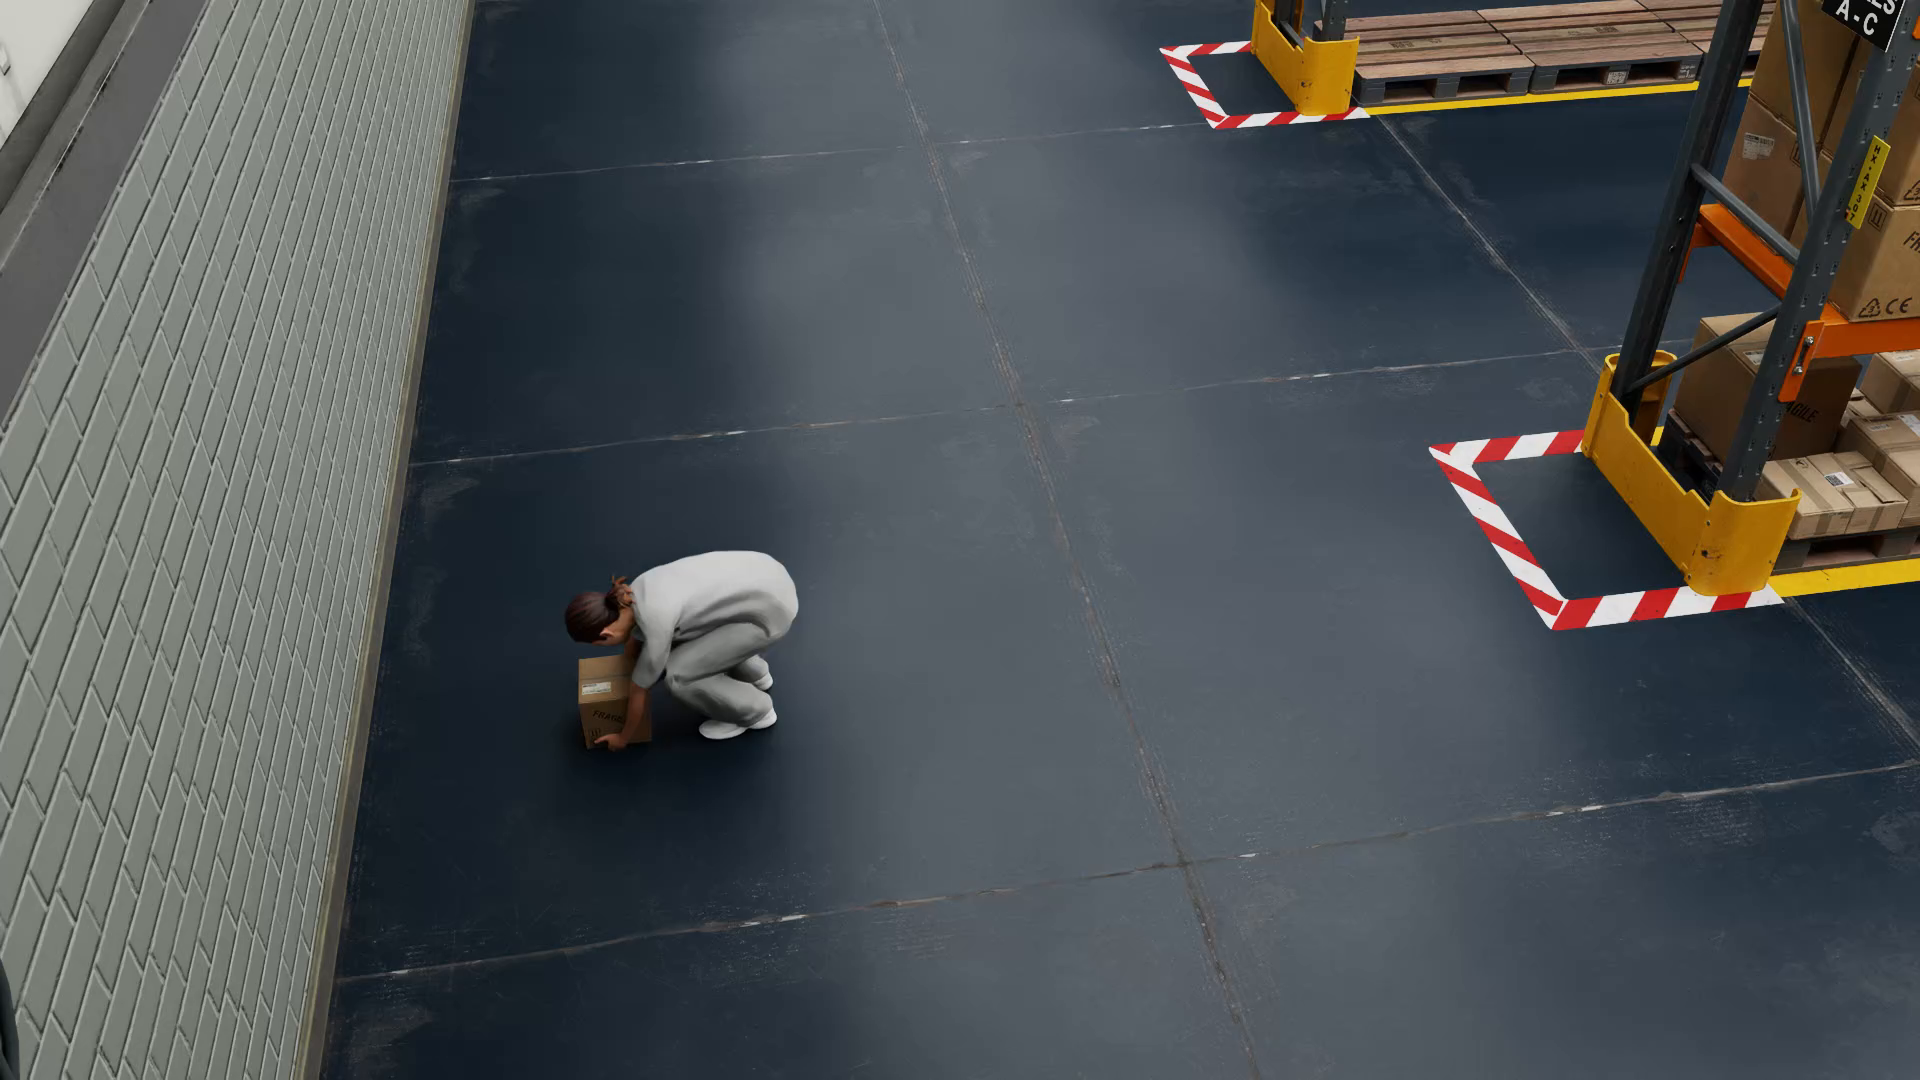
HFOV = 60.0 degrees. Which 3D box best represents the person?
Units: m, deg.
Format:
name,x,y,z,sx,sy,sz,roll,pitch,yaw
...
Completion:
name,x,y,z,sx,sy,sz,roll,pitch,yaw
person,-1.047,0.407,6.403,0.867,0.761,0.460,-7,39,-9
